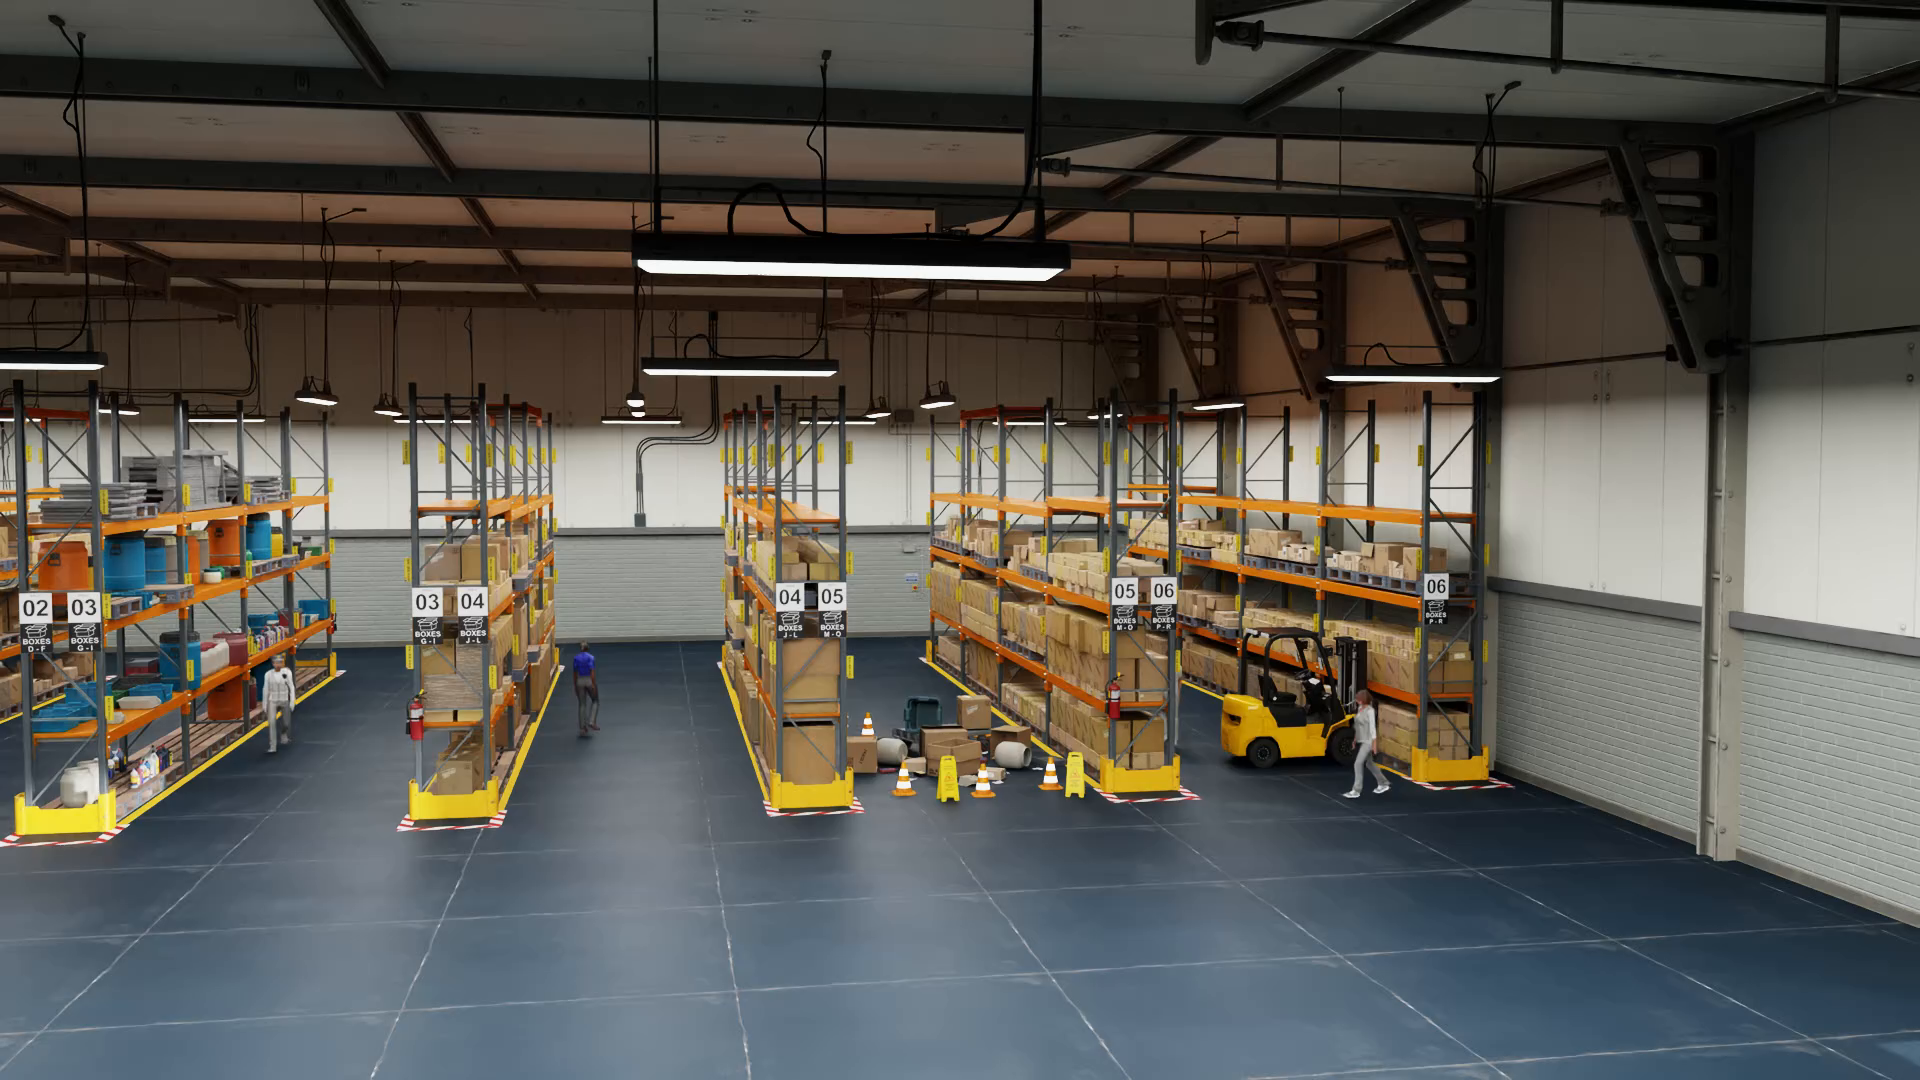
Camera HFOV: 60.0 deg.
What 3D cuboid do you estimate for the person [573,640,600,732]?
[{"bbox_3d":[-6.784,2.658,30.115,0.477,1.644,0.518,0,3,1],"label":"person"}]

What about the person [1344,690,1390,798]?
[{"bbox_3d":[5.979,2.978,24.436,0.774,1.558,0.446,0,3,-7],"label":"person"}]

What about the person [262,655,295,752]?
[{"bbox_3d":[-11.592,2.745,28.283,0.516,1.633,0.909,-1,3,-25],"label":"person"}]

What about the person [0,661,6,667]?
[{"bbox_3d":[-22.699,2.191,39.228,0.806,1.620,0.483,2,3,28],"label":"person"}]

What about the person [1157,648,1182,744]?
[{"bbox_3d":[3.652,2.735,28.840,0.462,1.715,0.595,-1,3,-14],"label":"person"}]
